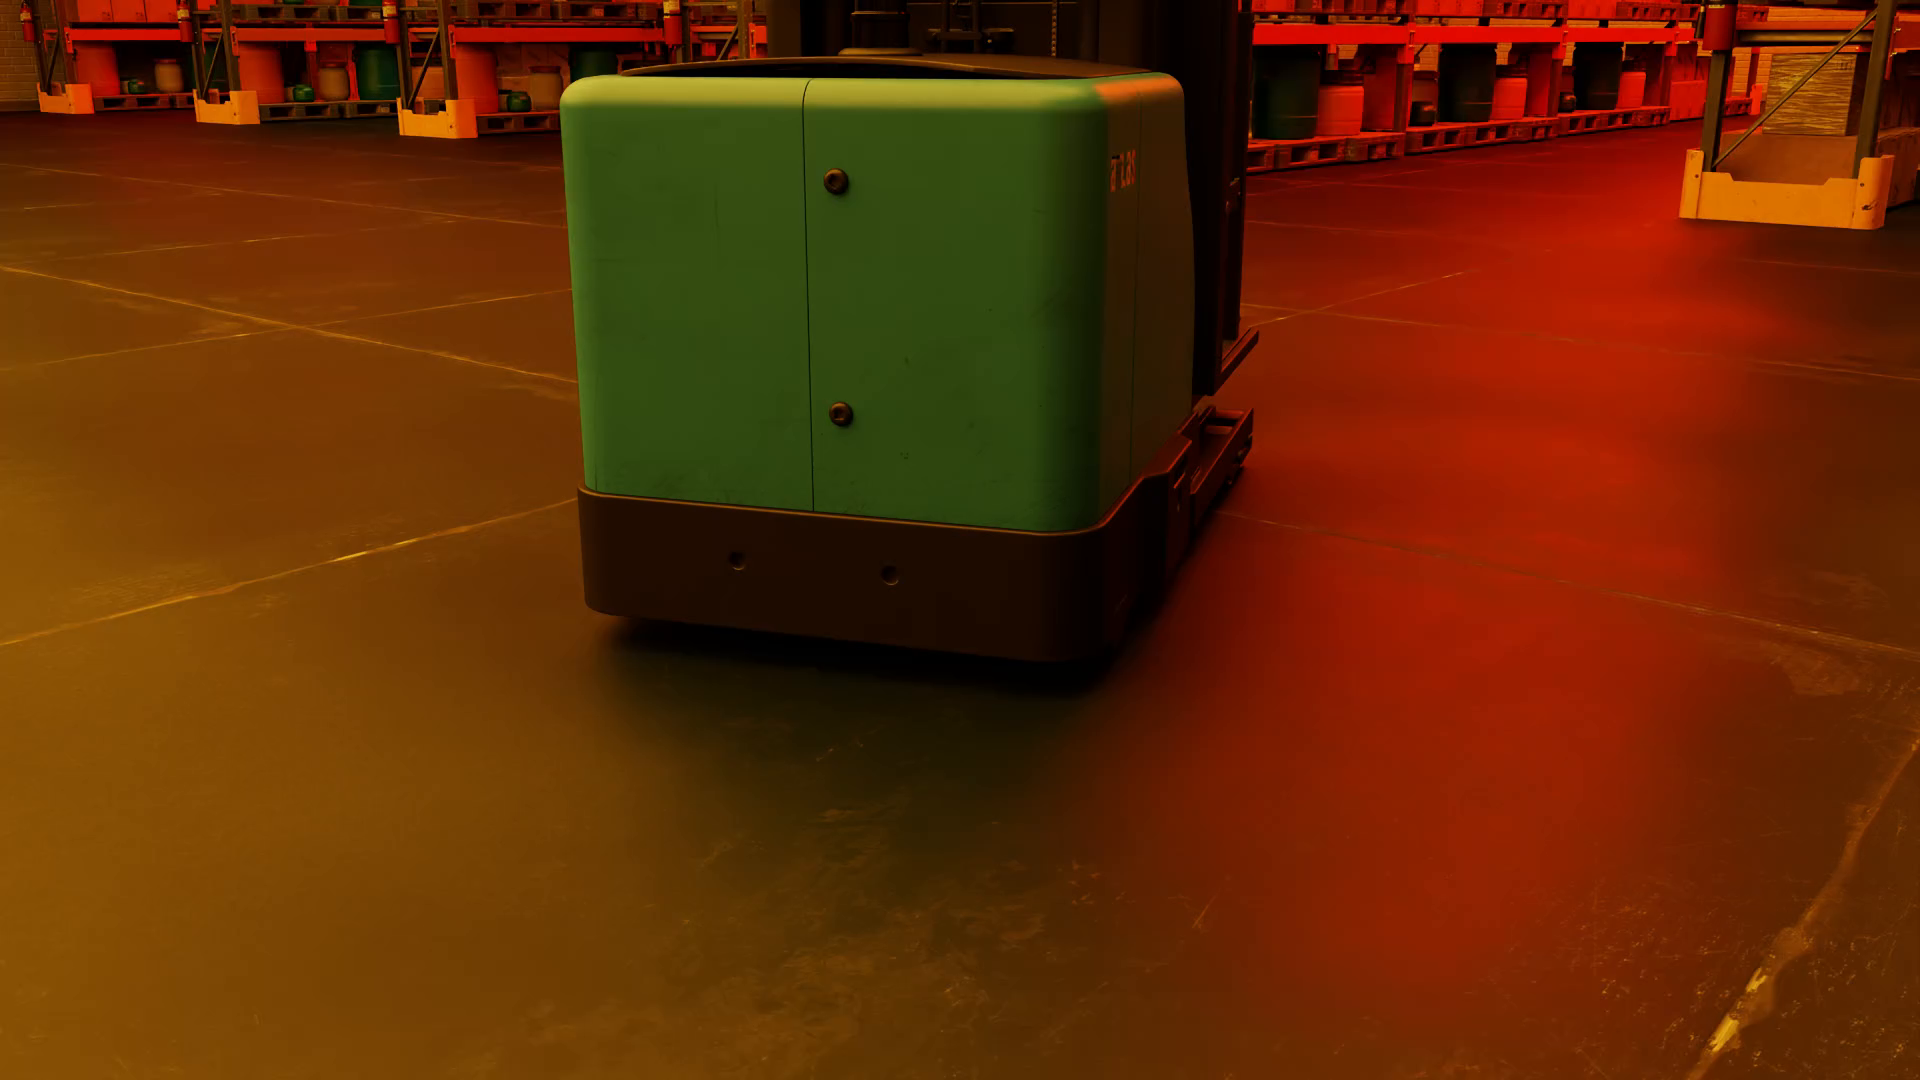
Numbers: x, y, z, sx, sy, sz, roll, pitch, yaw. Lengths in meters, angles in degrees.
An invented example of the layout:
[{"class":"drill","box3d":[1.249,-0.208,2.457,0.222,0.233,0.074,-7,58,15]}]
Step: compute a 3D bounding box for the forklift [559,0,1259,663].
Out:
[{"class":"forklift","box3d":[0.182,-1.571,4.072,1.130,2.935,3.031,5,18,17]}]
